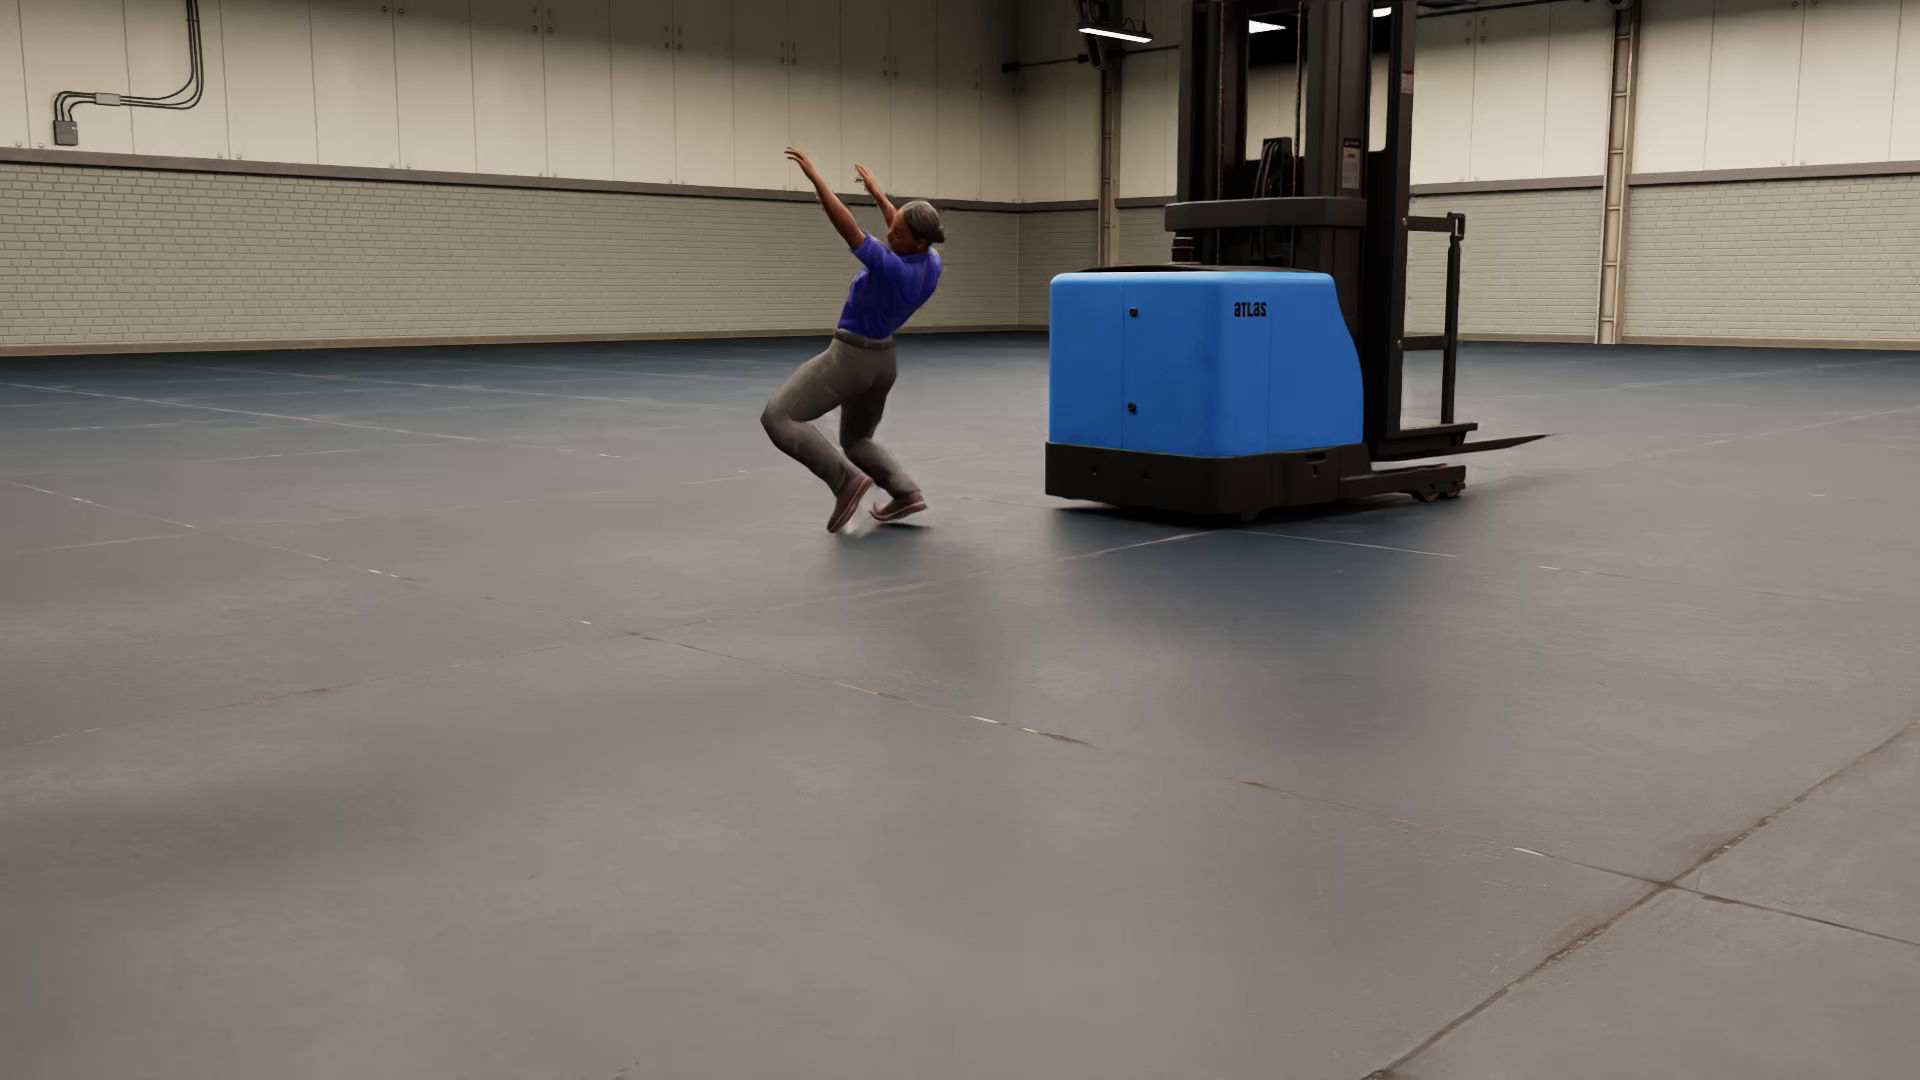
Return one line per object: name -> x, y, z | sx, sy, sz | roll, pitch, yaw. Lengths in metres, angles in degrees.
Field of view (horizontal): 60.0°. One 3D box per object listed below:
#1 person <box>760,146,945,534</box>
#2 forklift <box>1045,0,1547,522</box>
person -> -0.415, -0.804, 6.895 | 0.708, 1.563, 0.885 | 4, 10, 27
forklift -> 1.827, -1.684, 8.059 | 3.031, 2.935, 1.130 | -8, 11, -41
